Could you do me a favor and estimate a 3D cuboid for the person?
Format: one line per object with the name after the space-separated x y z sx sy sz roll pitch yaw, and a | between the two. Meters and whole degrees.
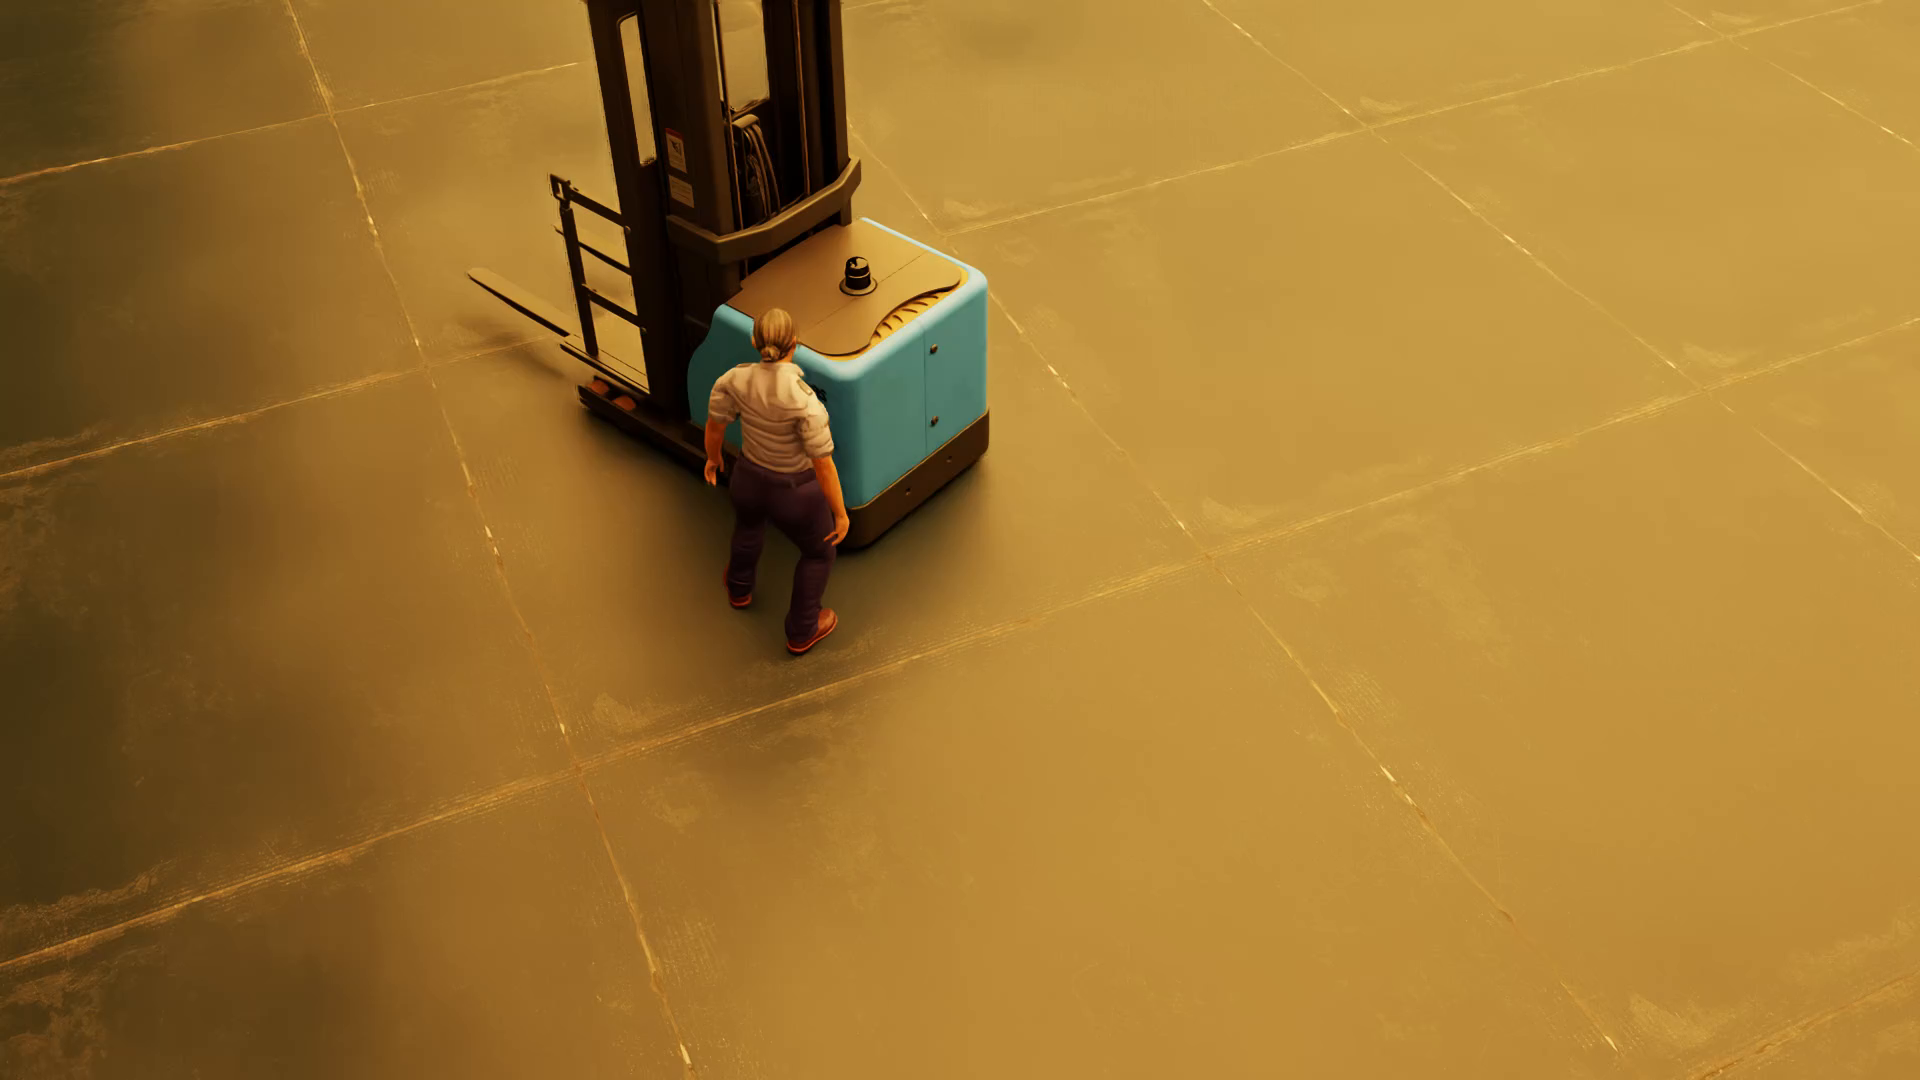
-0.778 -0.244 6.910 0.805 1.624 0.374 20 47 20 | person

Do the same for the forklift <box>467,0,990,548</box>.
-1.314 -1.886 7.701 3.031 2.935 1.130 29 50 28 | forklift
